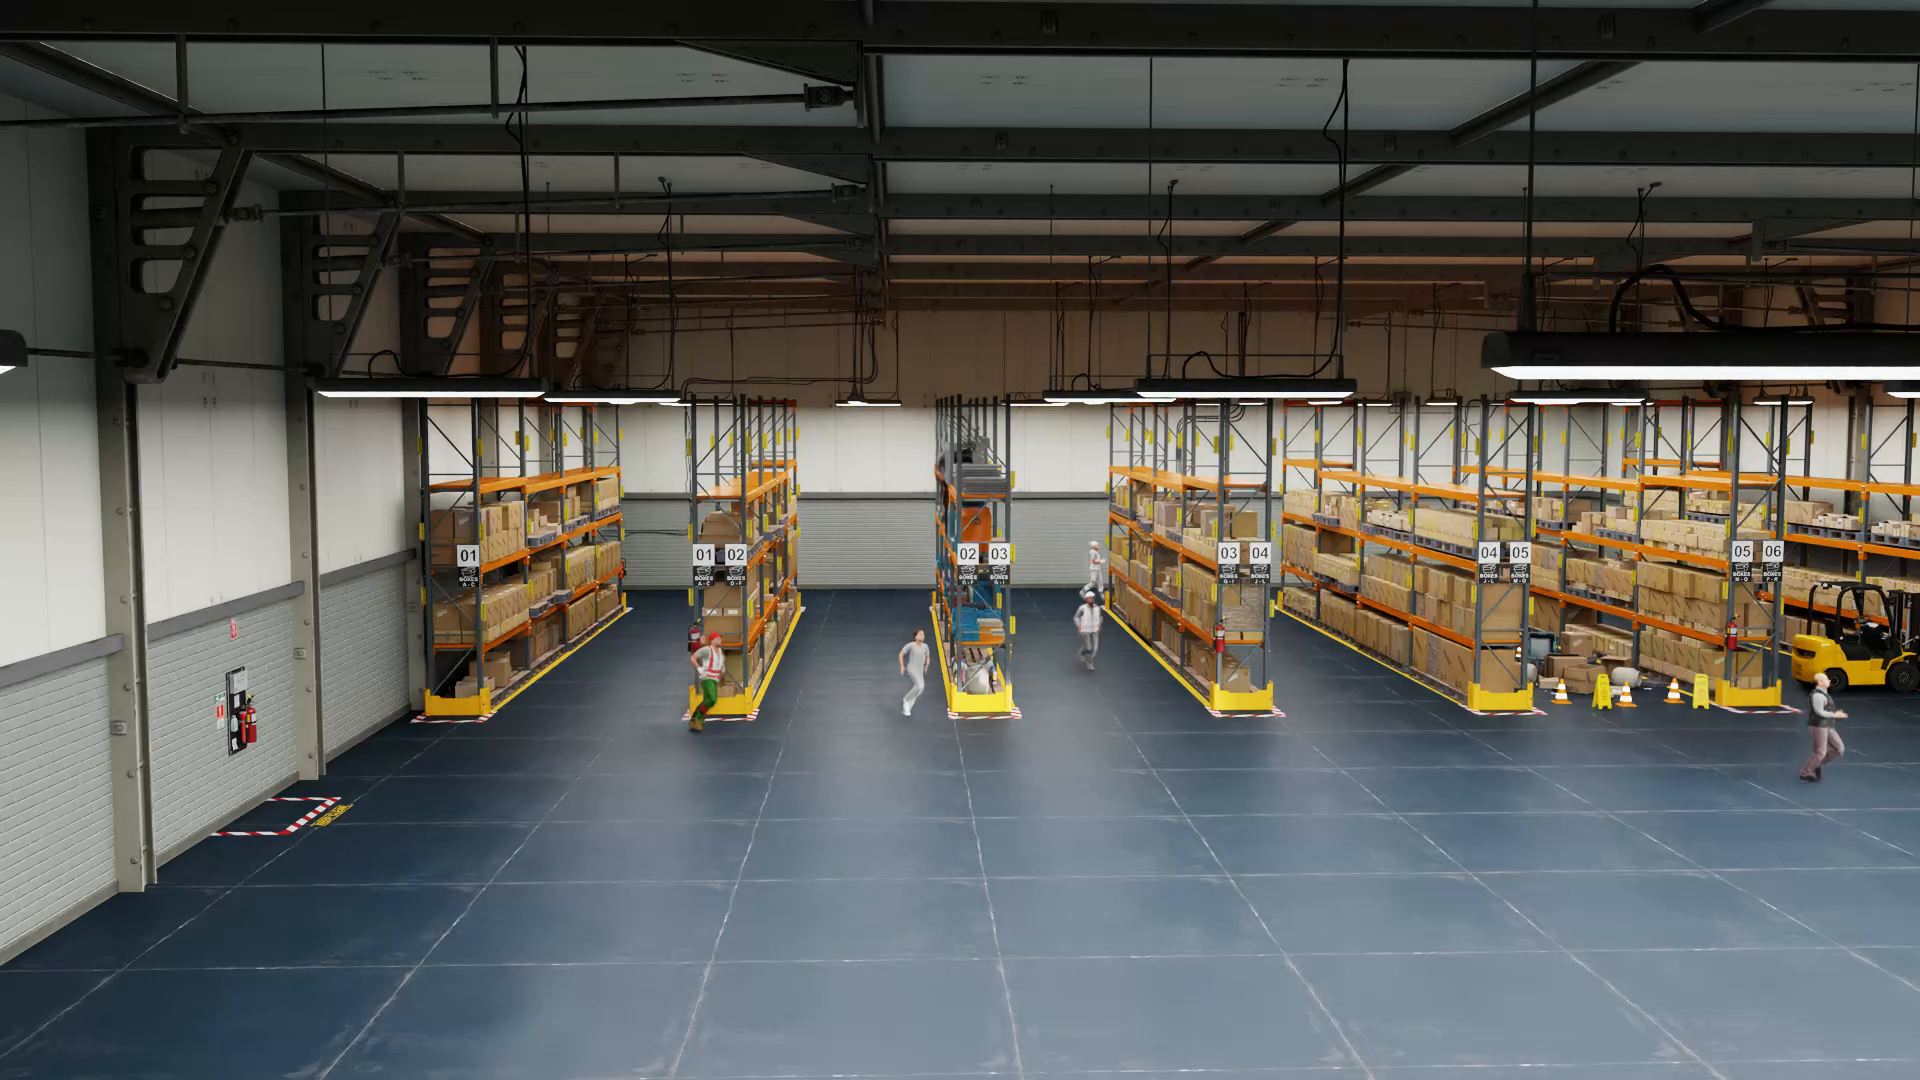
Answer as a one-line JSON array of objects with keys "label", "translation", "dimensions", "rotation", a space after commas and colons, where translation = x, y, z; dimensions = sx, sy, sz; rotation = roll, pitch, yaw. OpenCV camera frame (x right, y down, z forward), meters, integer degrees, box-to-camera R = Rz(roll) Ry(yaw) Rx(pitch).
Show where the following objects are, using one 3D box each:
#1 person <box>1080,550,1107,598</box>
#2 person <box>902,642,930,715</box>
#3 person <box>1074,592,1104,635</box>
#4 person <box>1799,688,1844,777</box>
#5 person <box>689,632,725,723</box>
[{"label": "person", "translation": [3.965, 1.001, 49.311], "dimensions": [0.810, 1.464, 0.511], "rotation": [1, 5, 10]}, {"label": "person", "translation": [-0.823, 2.582, 31.174], "dimensions": [0.574, 1.359, 0.358], "rotation": [-3, 5, -35]}, {"label": "person", "translation": [2.868, 1.602, 36.453], "dimensions": [0.662, 0.929, 0.474], "rotation": [-1, 5, -15]}, {"label": "person", "translation": [13.174, 2.949, 25.408], "dimensions": [0.593, 1.387, 0.445], "rotation": [3, 6, 38]}, {"label": "person", "translation": [-4.477, 2.468, 29.795], "dimensions": [0.591, 1.651, 0.649], "rotation": [3, 5, 30]}]
